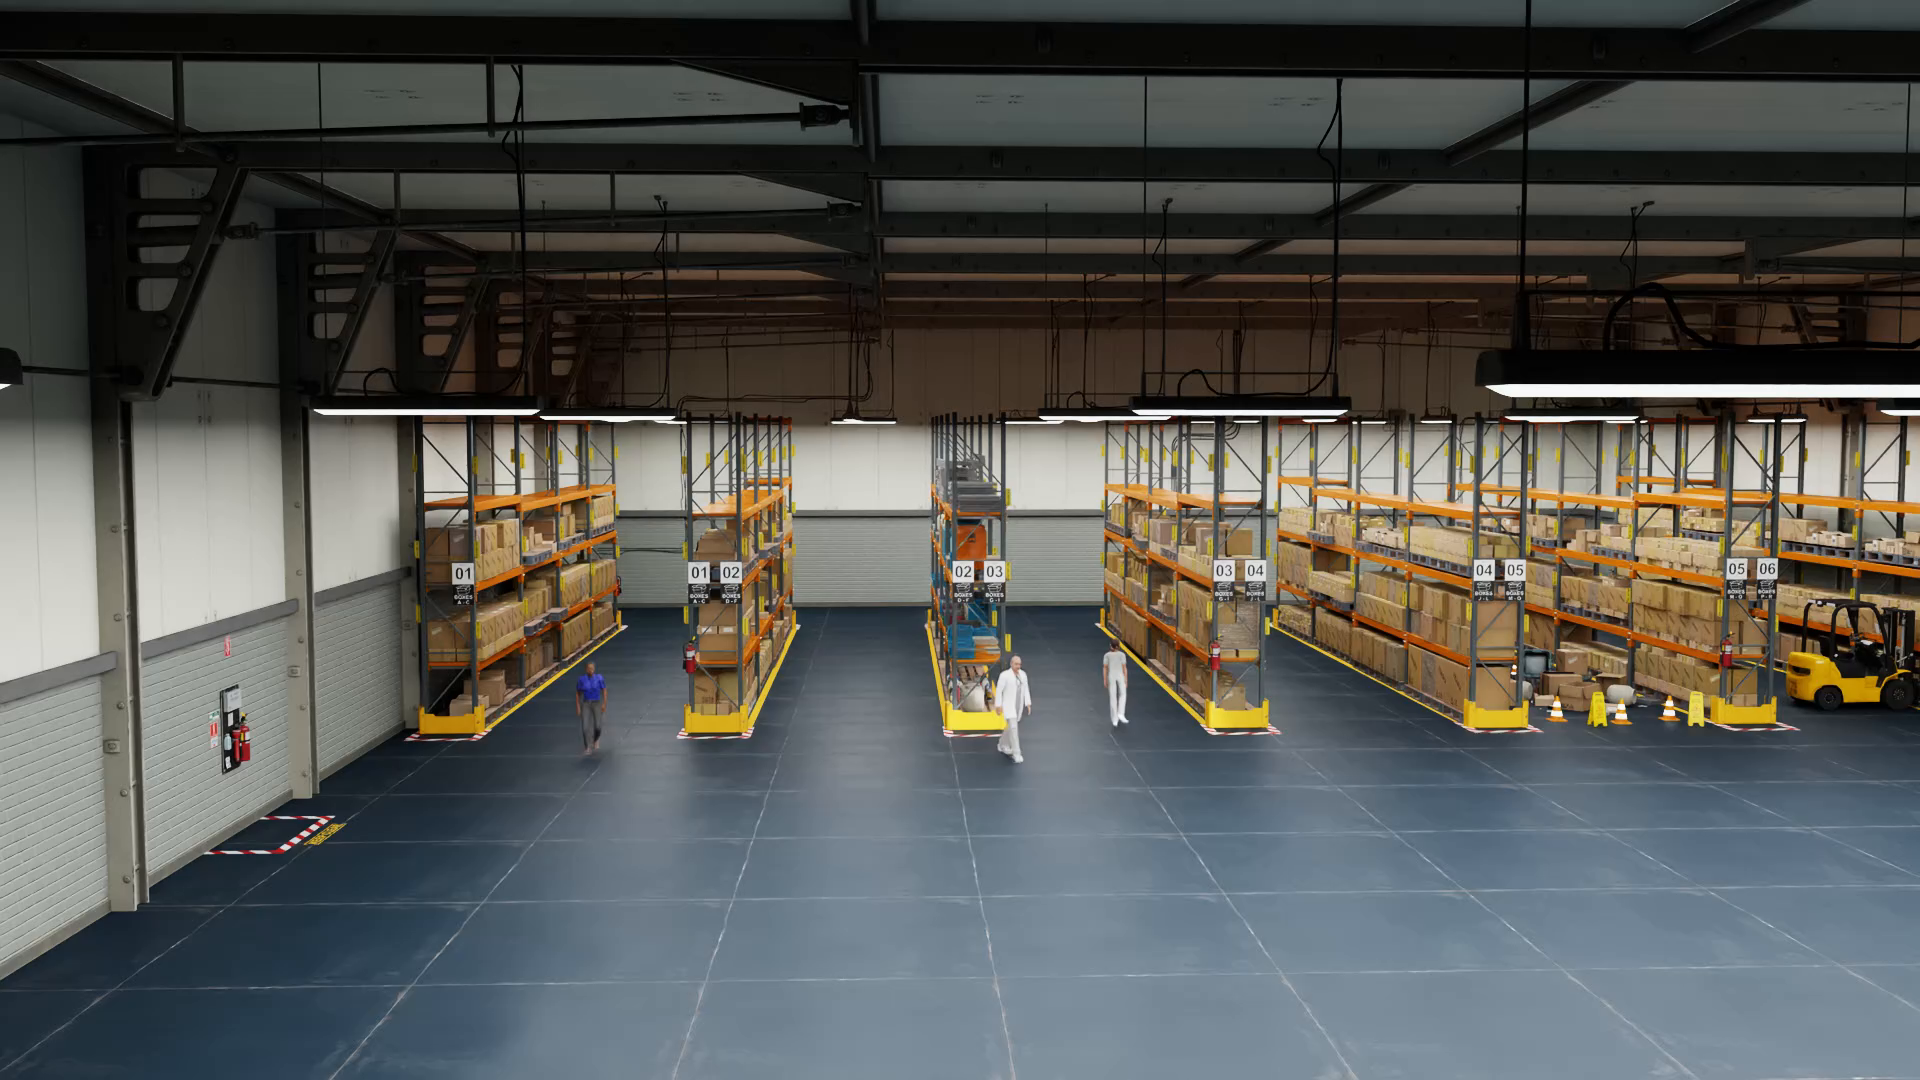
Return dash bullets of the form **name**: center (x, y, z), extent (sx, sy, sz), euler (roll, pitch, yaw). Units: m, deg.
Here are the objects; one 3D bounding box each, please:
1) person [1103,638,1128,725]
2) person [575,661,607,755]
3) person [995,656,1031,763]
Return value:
- **person**: center (2.980, 2.708, 31.928), extent (0.478, 1.655, 0.514), euler (1, 4, 8)
- **person**: center (-6.479, 2.928, 29.221), extent (0.536, 1.640, 0.520), euler (-1, 4, -7)
- **person**: center (0.934, 2.881, 28.715), extent (0.602, 1.757, 0.944), euler (-3, 5, -41)
